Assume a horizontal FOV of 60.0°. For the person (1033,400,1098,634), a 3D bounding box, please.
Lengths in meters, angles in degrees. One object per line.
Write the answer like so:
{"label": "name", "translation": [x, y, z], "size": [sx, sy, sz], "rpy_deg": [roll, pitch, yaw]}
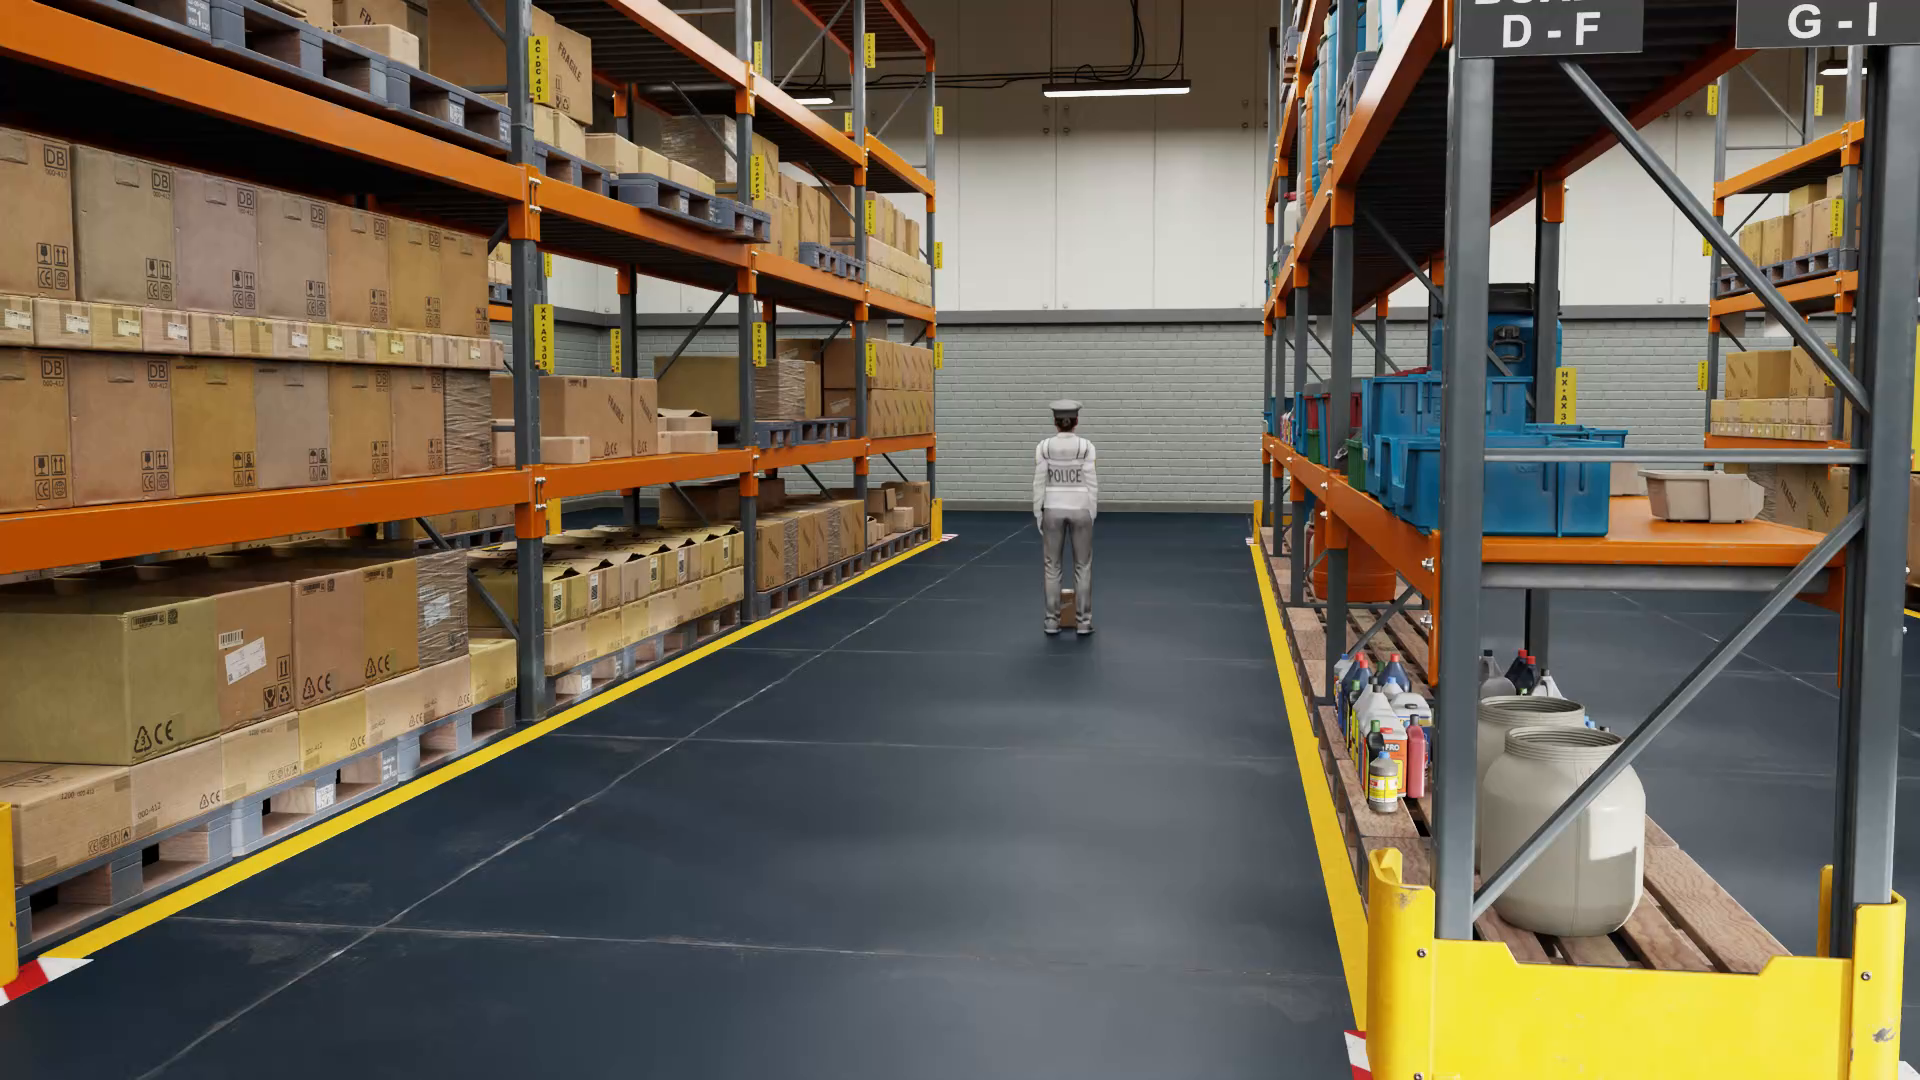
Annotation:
{"label": "person", "translation": [0.755, -0.163, 11.894], "size": [0.467, 1.672, 0.331], "rpy_deg": [1, 5, 10]}
